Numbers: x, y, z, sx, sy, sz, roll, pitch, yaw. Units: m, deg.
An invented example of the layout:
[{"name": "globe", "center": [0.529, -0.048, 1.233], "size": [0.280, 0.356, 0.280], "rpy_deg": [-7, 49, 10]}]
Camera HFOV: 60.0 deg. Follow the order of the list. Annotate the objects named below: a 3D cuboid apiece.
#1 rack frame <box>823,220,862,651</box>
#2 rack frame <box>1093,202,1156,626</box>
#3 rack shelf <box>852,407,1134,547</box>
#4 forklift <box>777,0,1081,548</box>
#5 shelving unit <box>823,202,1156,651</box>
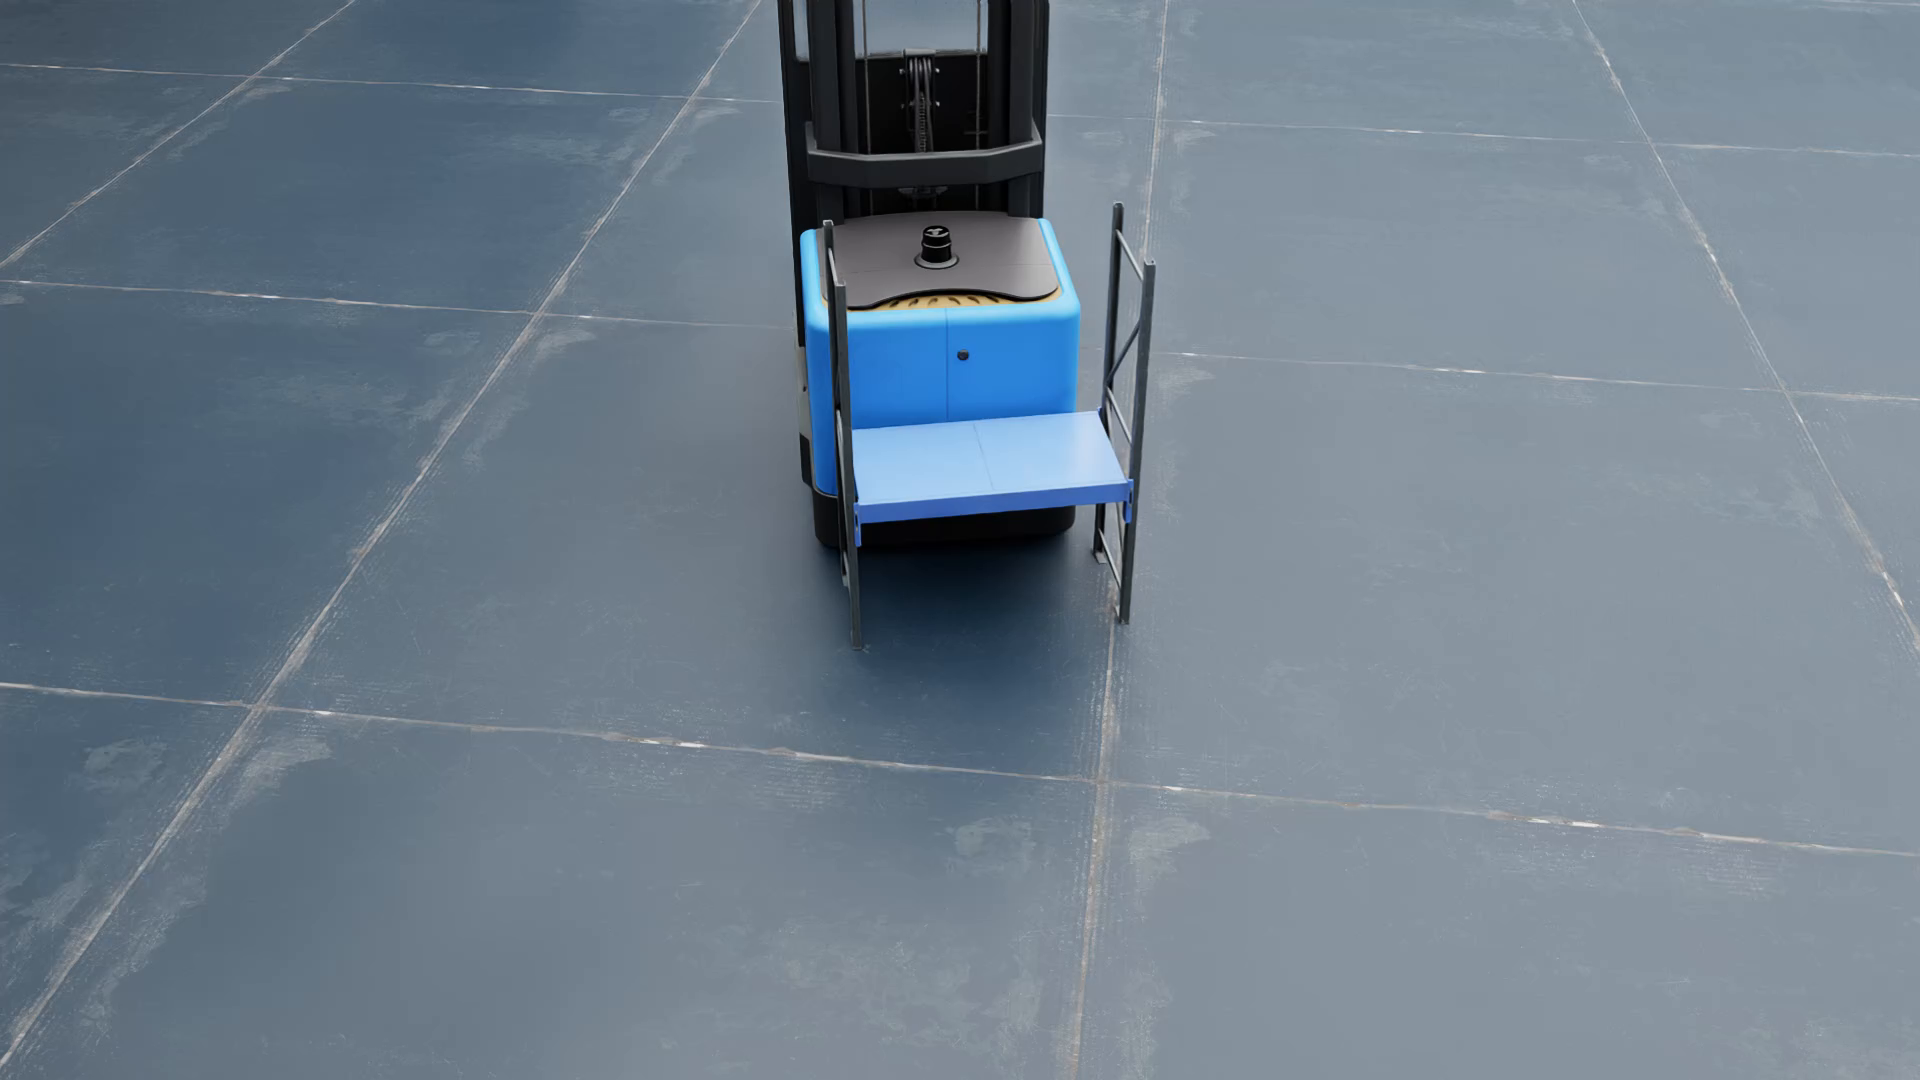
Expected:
[{"name": "rack frame", "center": [-0.417, -0.344, 5.940], "size": [0.032, 1.500, 0.500], "rpy_deg": [-5, 36, -7]}, {"name": "rack frame", "center": [0.589, -0.431, 6.063], "size": [0.032, 1.500, 0.500], "rpy_deg": [-5, 36, -7]}, {"name": "rack shelf", "center": [0.086, -0.241, 6.106], "size": [1.000, 0.185, 0.538], "rpy_deg": [-5, 36, -7]}, {"name": "forklift", "center": [-0.213, -2.005, 7.037], "size": [1.130, 2.935, 3.031], "rpy_deg": [-4, 36, -5]}, {"name": "shelving unit", "center": [0.086, -0.387, 6.002], "size": [1.048, 1.500, 0.538], "rpy_deg": [-5, 36, -7]}]
